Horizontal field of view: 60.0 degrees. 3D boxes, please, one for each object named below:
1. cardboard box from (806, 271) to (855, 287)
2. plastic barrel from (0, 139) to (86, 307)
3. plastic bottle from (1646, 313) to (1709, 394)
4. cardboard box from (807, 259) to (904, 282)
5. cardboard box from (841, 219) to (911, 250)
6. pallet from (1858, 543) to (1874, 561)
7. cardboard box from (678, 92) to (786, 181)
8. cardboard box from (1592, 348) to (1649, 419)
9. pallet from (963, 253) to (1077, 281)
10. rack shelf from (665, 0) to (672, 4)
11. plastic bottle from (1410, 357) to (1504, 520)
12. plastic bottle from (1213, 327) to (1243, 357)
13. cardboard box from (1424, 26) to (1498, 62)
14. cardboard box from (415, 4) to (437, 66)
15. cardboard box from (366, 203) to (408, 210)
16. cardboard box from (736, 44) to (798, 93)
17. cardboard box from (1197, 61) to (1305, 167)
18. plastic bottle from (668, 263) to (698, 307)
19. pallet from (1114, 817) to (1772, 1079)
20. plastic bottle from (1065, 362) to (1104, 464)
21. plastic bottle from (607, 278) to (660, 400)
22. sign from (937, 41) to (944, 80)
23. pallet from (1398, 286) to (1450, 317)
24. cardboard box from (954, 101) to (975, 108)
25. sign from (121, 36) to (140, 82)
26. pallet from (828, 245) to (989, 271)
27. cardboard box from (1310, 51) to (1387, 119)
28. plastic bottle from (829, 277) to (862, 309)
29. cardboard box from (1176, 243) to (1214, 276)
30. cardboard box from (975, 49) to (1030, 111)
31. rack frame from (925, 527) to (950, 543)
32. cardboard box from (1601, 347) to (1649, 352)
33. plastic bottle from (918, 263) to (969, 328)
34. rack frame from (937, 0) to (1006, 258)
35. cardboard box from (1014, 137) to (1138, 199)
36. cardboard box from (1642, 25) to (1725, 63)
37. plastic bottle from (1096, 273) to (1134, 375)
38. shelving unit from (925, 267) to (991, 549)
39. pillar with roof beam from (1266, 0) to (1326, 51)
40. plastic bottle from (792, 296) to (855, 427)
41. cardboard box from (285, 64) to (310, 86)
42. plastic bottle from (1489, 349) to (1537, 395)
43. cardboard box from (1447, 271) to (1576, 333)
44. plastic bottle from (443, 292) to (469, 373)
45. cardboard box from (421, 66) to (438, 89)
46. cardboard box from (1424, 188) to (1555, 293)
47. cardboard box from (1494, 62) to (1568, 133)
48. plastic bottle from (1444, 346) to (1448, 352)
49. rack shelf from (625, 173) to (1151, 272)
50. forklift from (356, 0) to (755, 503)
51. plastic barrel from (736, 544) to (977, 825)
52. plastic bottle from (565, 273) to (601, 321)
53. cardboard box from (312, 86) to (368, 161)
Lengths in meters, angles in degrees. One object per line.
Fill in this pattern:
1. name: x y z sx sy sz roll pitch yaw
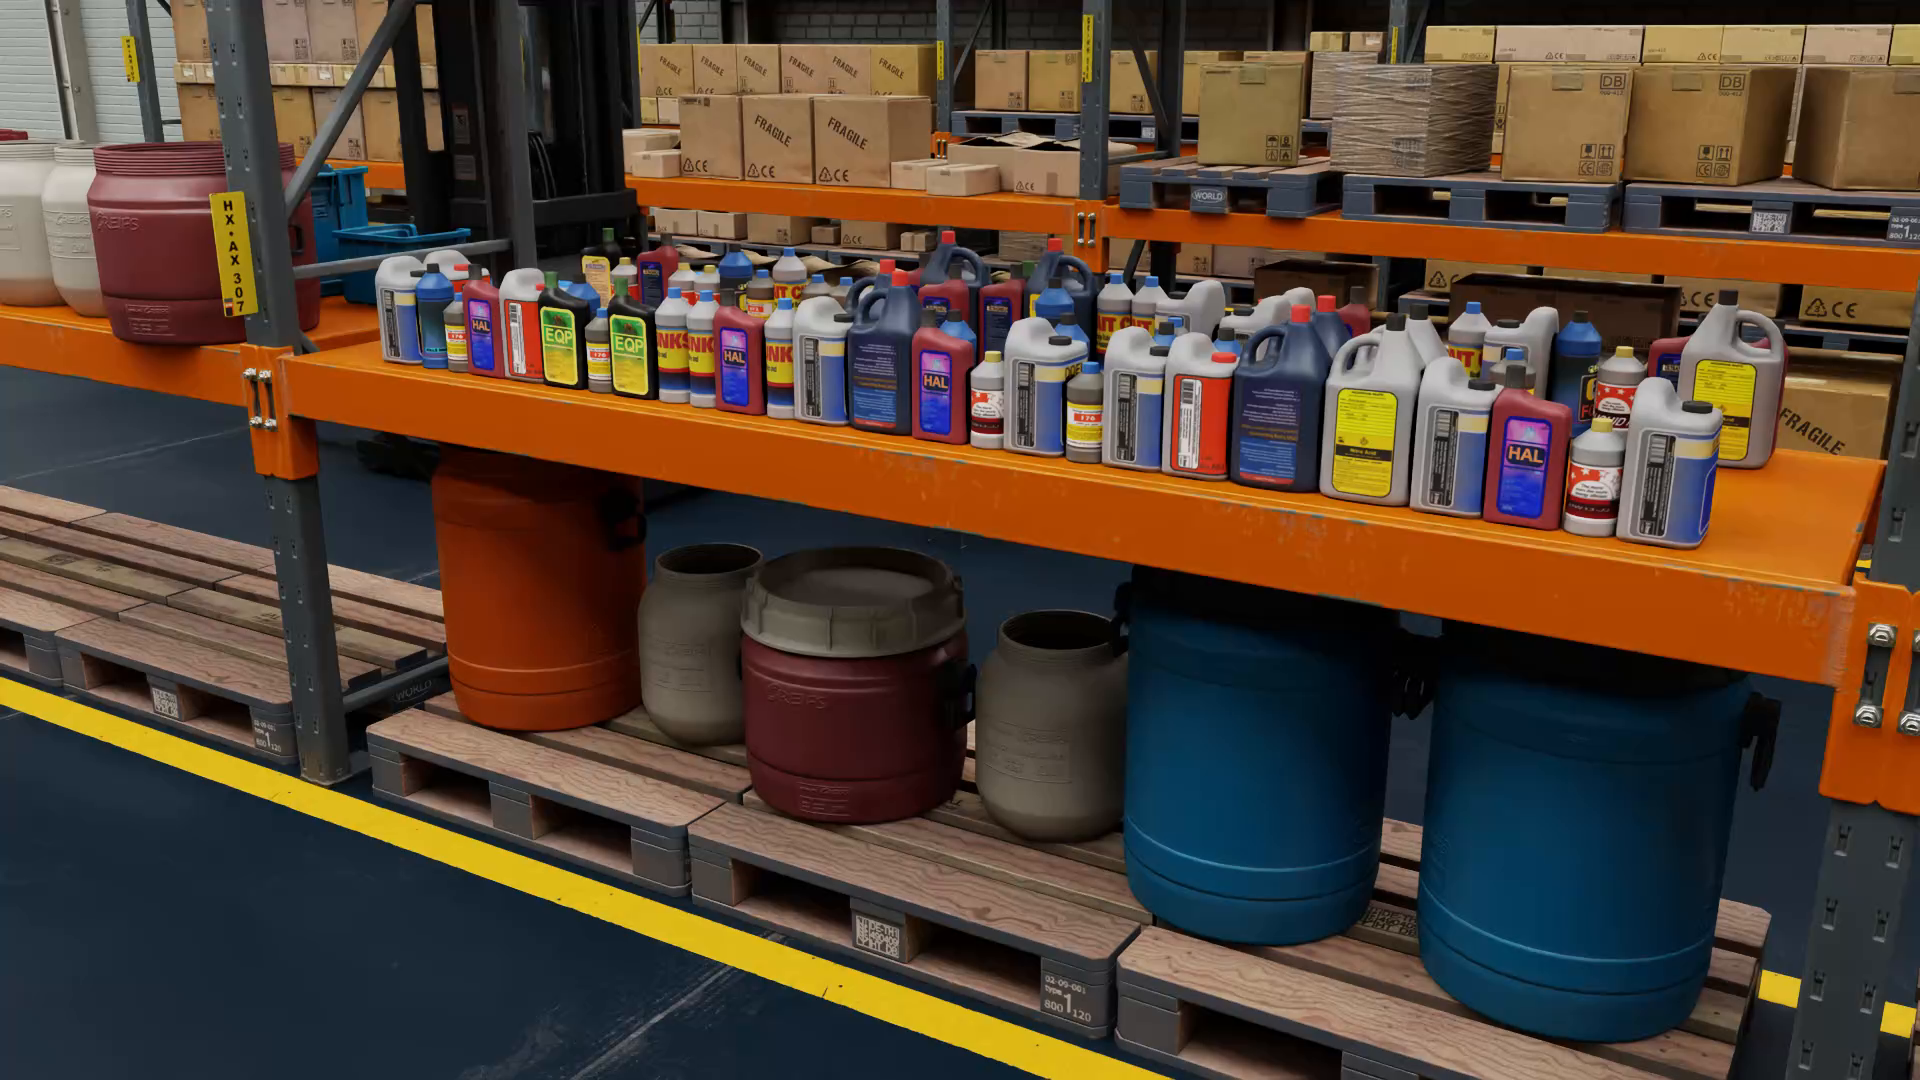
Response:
1. cardboard box: -0.947 -1.456 10.059 0.500 0.311 0.500 11 20 32
2. plastic barrel: -3.014 -1.047 5.476 0.421 0.512 0.421 0 17 0
3. plastic bottle: 1.539 -0.344 3.553 0.133 0.283 0.061 10 20 30
4. cardboard box: -0.688 -1.593 10.507 0.500 0.311 0.500 10 19 29
5. cardboard box: -0.796 -3.051 15.808 0.500 0.500 0.500 8 19 26
6. pallet: 3.624 -0.224 7.756 1.213 0.211 1.003 10 20 30
7. cardboard box: -1.385 -2.508 10.304 0.500 0.500 0.500 12 21 34
8. cardboard box: 2.923 -0.616 7.793 0.500 0.500 0.500 10 20 31
9. pallet: 0.774 -2.436 15.038 1.213 0.211 1.003 10 20 30
10. rack shelf: -1.595 -5.284 15.691 4.000 0.370 1.077 10 20 30
11. plastic bottle: 0.926 -0.194 3.072 0.135 0.276 0.152 10 20 30
12. plastic bottle: 0.545 -0.302 3.437 0.097 0.271 0.097 0 17 0
13. cardboard box: 3.795 -3.701 12.397 0.500 0.250 0.500 11 20 31
14. cardboard box: -3.292 -3.472 11.246 0.500 0.500 0.700 10 20 30
15. cardboard box: -4.271 -2.148 12.010 0.500 0.500 0.500 10 20 30
16. cardboard box: -1.750 -4.413 15.682 0.500 0.500 0.500 11 20 32
17. cardboard box: 1.524 -2.233 8.678 0.500 0.500 0.700 4 17 12
18. plastic bottle: -0.813 -0.718 4.927 0.097 0.201 0.097 0 17 0
19. pallet: 1.106 0.989 3.763 1.213 0.211 1.003 10 20 30
20. plastic bottle: 0.268 -0.266 3.439 0.097 0.201 0.097 0 17 0
21. plastic bottle: -0.786 -0.487 4.026 0.133 0.283 0.061 10 20 30
22. sign: -0.168 -4.167 14.449 0.005 0.325 0.100 10 20 30
23. pallet: 4.151 -1.807 12.967 1.213 0.211 1.003 10 20 30
24. cardboard box: -0.179 -3.951 15.450 0.500 0.250 0.500 10 20 31
25. sign: -6.184 -3.585 12.397 0.005 0.325 0.100 10 20 30
26. pallet: -0.481 -2.648 15.734 1.213 0.211 1.003 10 20 30
27. cardboard box: 3.112 -3.607 13.167 0.500 0.500 0.700 8 18 24
28. plastic bottle: -0.316 -0.629 4.634 0.097 0.201 0.097 0 17 0
29. cardboard box: 2.061 -2.567 14.214 0.500 0.500 0.700 10 20 30
30. cardboard box: 0.526 -4.061 14.660 0.500 0.500 0.700 10 20 30
31. rack frame: -0.090 -0.590 7.260 0.006 1.200 0.240 10 20 30
32. cardboard box: 3.170 -0.749 8.229 0.500 0.500 0.500 10 20 31
33. plastic bottle: -0.043 -0.577 4.320 0.133 0.283 0.061 10 20 30
34. rack frame: 0.110 -3.888 15.021 0.127 3.000 1.000 10 20 30
35. cardboard box: 0.642 -2.076 9.208 0.500 0.311 0.500 12 20 33
36. cardboard box: 5.095 -3.473 11.645 0.500 0.250 0.500 10 19 29
37. plastic bottle: 0.393 -0.536 4.208 0.097 0.271 0.097 0 17 0
38. shelving unit: -0.012 -0.576 7.214 0.189 1.200 0.258 10 20 30
39. pillar with roof beam: 0.610 -5.496 9.992 0.400 9.000 9.100 10 20 30
40. plastic bottle: -0.285 -0.410 3.784 0.135 0.276 0.152 10 20 30
41. cardboard box: -4.568 -3.319 11.859 0.250 0.149 0.380 10 19 29
42. plastic bottle: 1.186 -0.310 3.581 0.097 0.201 0.097 0 17 0
43. cardboard box: 2.773 -1.180 8.357 0.500 0.250 0.500 10 19 29
44. plastic bottle: -1.300 -0.546 4.360 0.097 0.201 0.097 0 17 0
45. cardboard box: -3.482 -3.124 11.218 0.250 0.149 0.380 10 20 30
46. cardboard box: 4.076 -2.308 12.794 0.750 0.750 0.750 10 19 29
47. cardboard box: 4.240 -3.260 12.236 0.500 0.500 0.500 11 20 32
48. plastic bottle: 1.068 -0.382 3.821 0.097 0.201 0.097 0 17 0
49. rack shelf: -0.775 -2.013 10.083 4.000 0.370 1.077 10 20 30
50. forklift: -2.500 -1.848 8.423 3.031 2.935 1.130 11 20 32
51. plastic barrel: -0.278 0.369 4.433 0.708 0.588 0.600 10 20 30
52. plastic bottle: -0.956 -0.539 4.217 0.097 0.271 0.097 0 17 0
53. cardboard box: -4.176 -3.008 11.952 0.500 0.500 0.700 11 20 32
